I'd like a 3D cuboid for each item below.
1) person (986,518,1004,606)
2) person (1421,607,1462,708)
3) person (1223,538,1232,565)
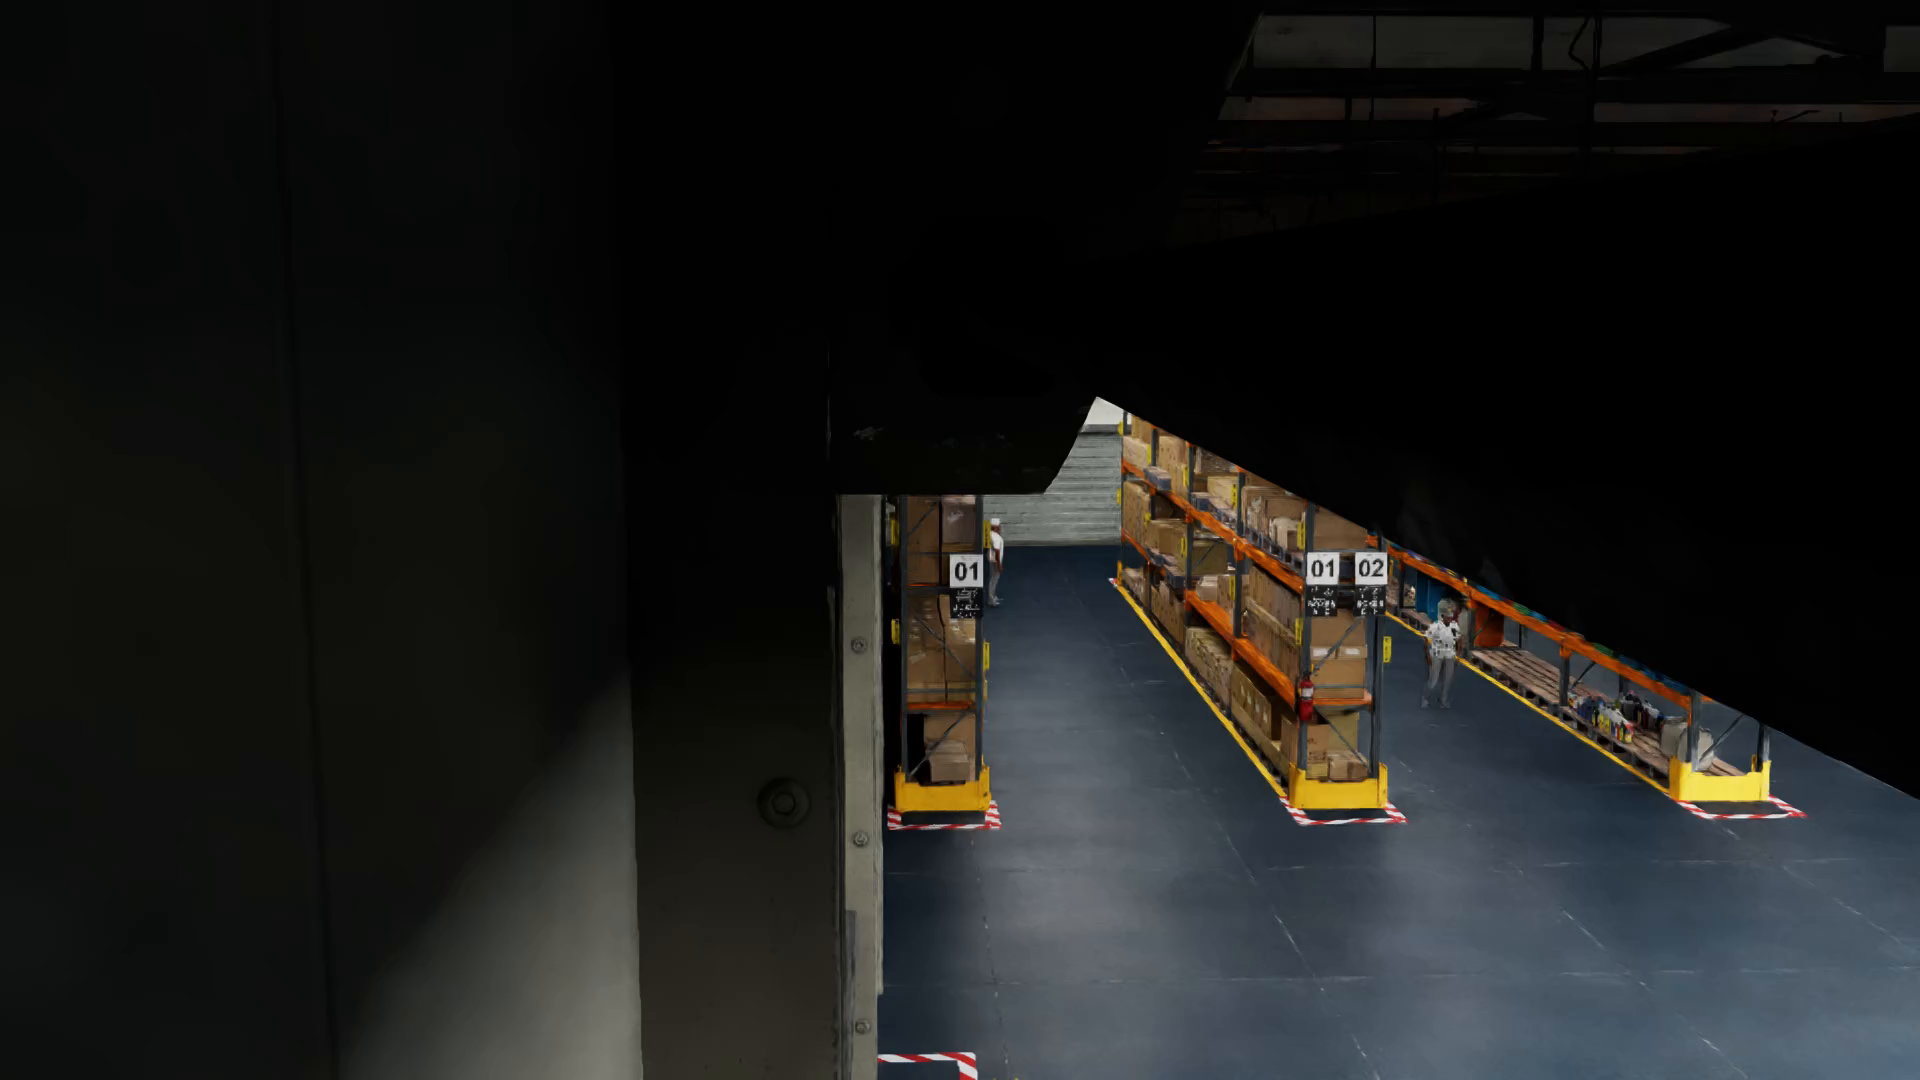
[{"bbox_3d":[0.730,0.419,34.049,0.384,1.767,0.699,-1,9,-9],"label":"person"},{"bbox_3d":[7.386,1.786,25.498,0.592,1.629,0.526,-1,8,-5],"label":"person"},{"bbox_3d":[6.105,-0.192,39.006,0.492,1.591,0.458,7,11,39],"label":"person"}]
